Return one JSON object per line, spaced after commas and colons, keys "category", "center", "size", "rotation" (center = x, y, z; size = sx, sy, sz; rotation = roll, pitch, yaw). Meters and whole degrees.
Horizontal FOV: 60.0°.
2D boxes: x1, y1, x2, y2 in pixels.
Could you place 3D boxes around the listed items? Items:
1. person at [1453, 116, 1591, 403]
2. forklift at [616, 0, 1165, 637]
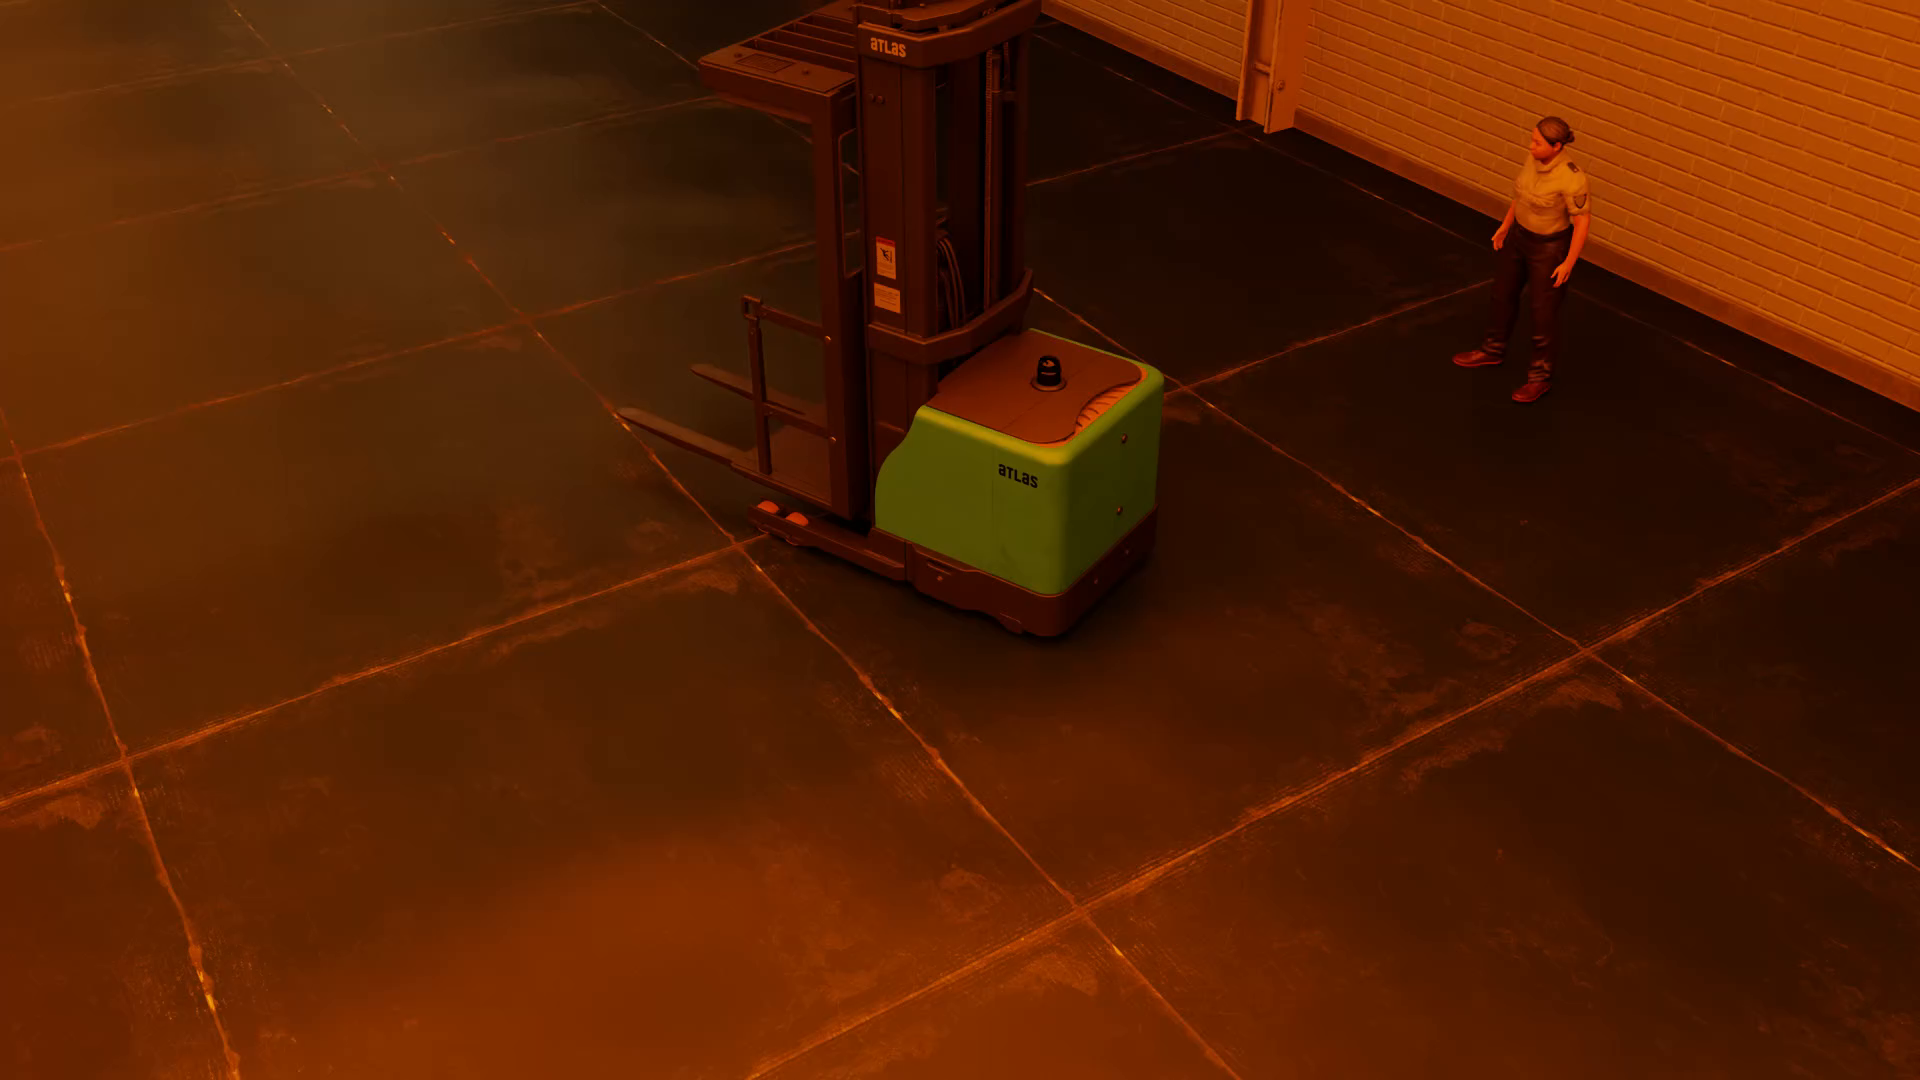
{"category": "person", "center": [3.338, -1.666, 9.639], "size": [0.431, 1.656, 0.630], "rotation": [-13, 37, -17]}
{"category": "forklift", "center": [-0.500, -1.399, 8.138], "size": [3.031, 2.935, 1.130], "rotation": [22, 41, 28]}
